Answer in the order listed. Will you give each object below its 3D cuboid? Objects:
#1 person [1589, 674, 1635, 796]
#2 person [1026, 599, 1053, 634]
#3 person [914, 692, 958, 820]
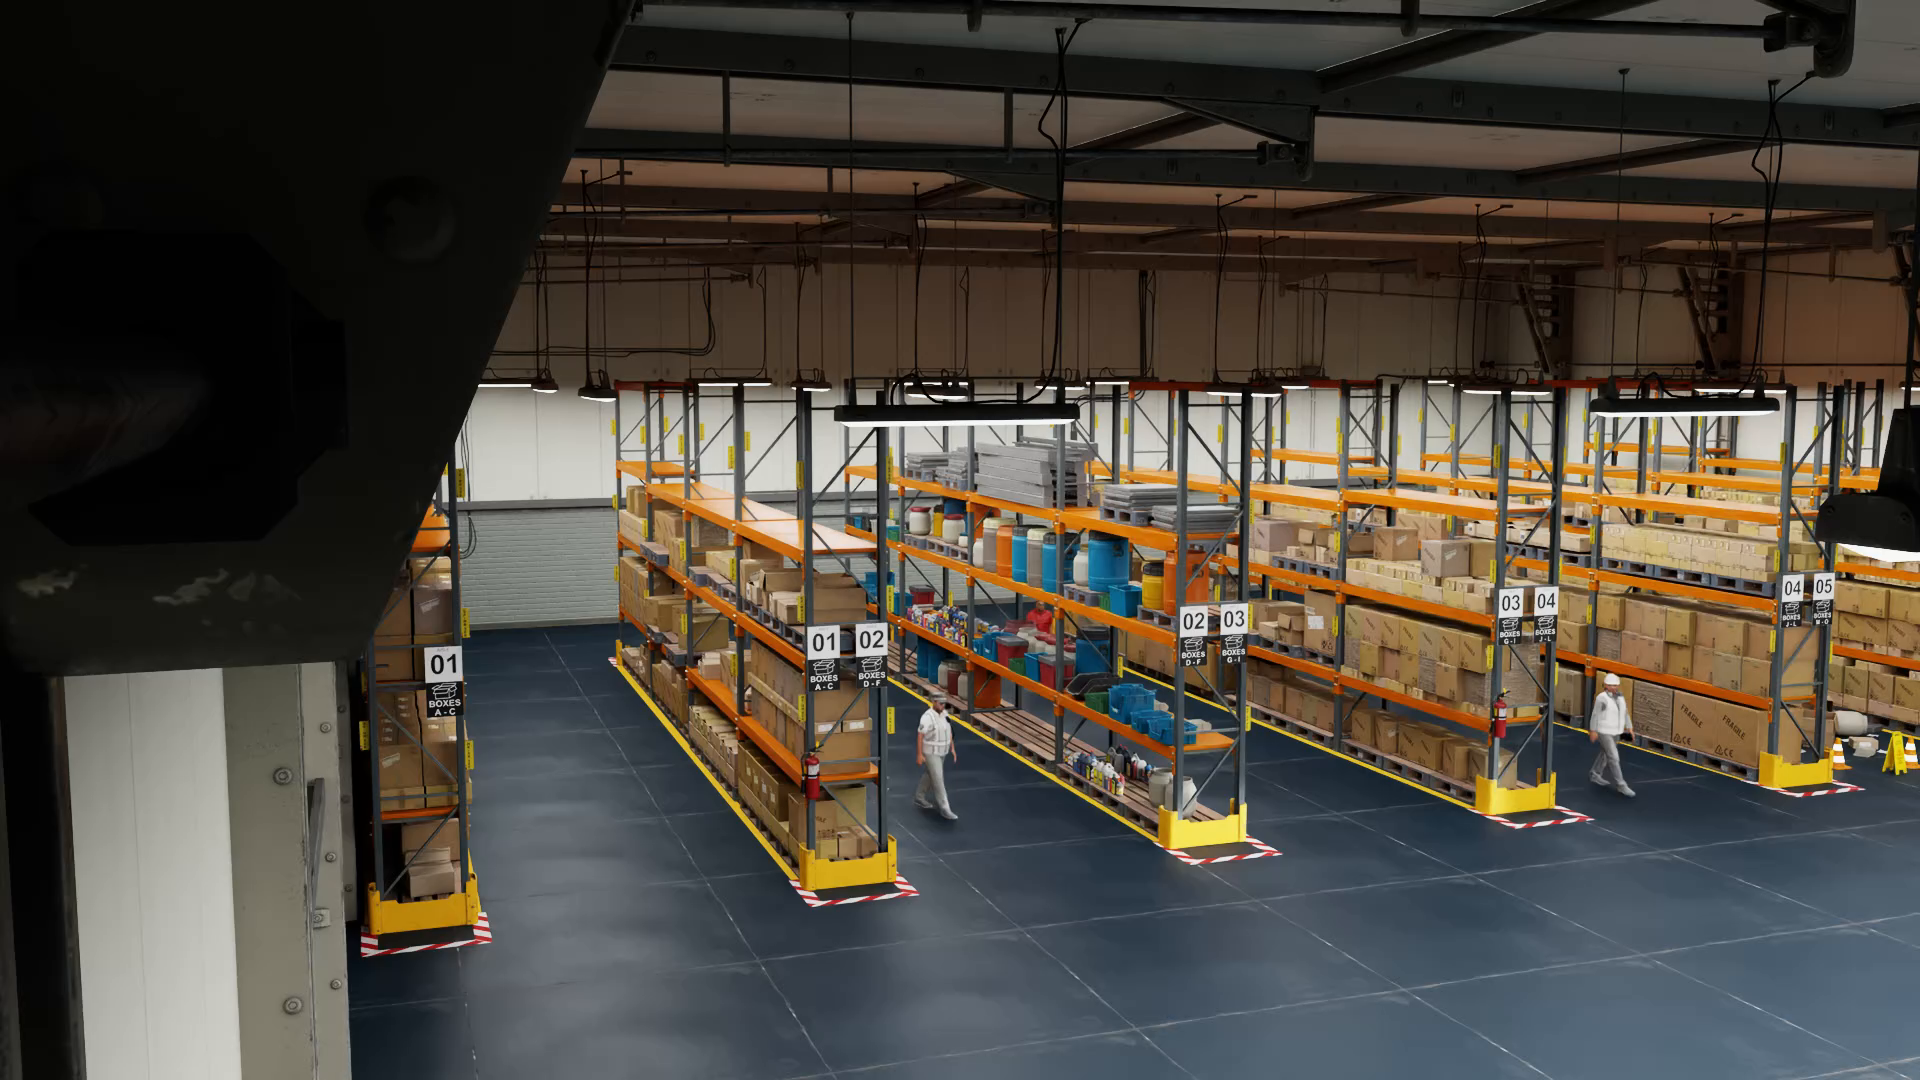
[{"bbox_3d":[9.684,2.840,24.626,0.568,1.733,0.920,-3,7,-27],"label":"person"},{"bbox_3d":[1.541,1.896,31.864,0.553,1.589,0.935,-1,6,-6],"label":"person"},{"bbox_3d":[-0.307,2.985,23.404,0.946,1.708,0.571,4,7,33],"label":"person"}]
